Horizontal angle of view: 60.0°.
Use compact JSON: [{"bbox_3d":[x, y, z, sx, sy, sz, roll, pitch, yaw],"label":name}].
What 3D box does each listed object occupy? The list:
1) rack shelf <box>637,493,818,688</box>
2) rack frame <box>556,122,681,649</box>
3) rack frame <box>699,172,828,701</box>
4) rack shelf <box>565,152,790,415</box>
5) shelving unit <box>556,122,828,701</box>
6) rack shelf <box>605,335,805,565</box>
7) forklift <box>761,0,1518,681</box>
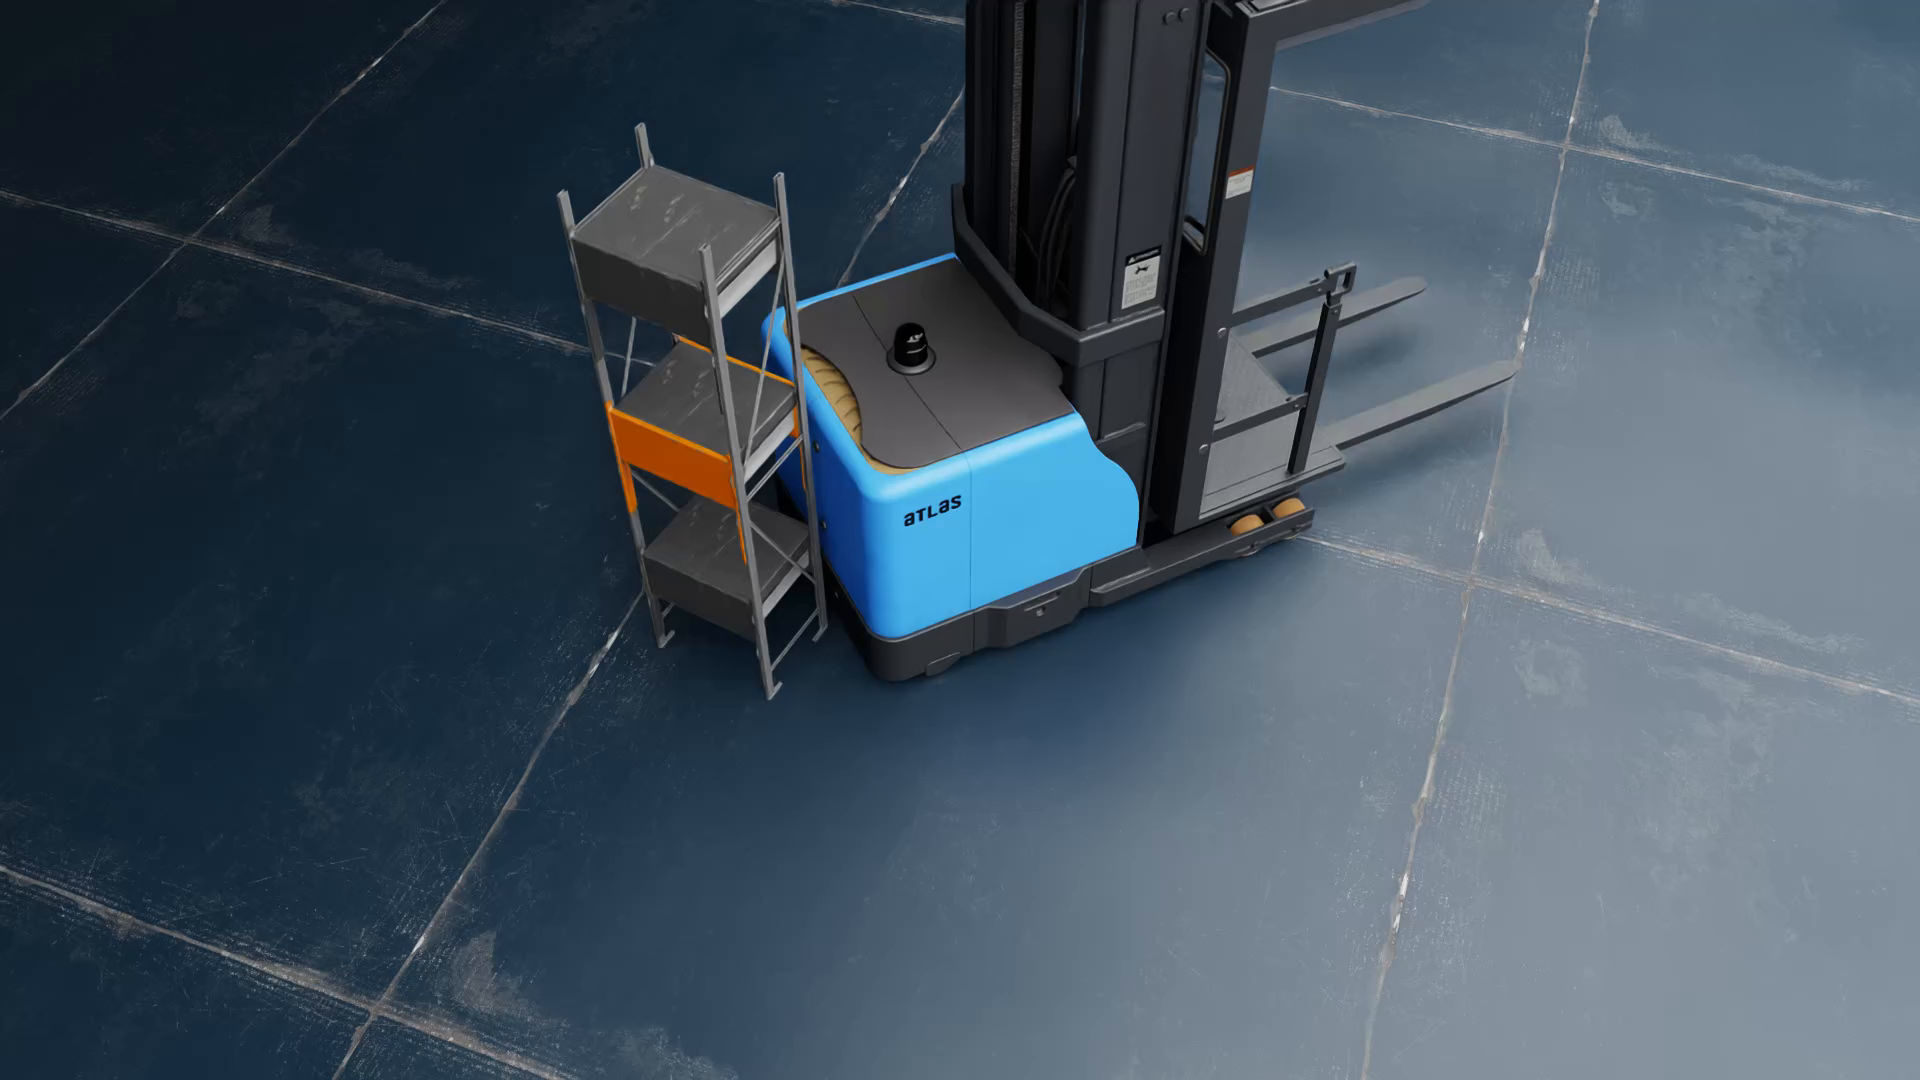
[{"bbox_3d":[-0.819,0.147,6.044,0.480,0.518,0.431,23,53,19],"label":"rack shelf"},{"bbox_3d":[-1.032,-0.410,5.583,0.015,2.100,0.400,23,53,19],"label":"rack frame"},{"bbox_3d":[-0.607,-0.230,5.426,0.015,2.100,0.400,23,53,19],"label":"rack frame"},{"bbox_3d":[-0.819,-0.769,4.986,0.480,0.518,0.431,23,53,19],"label":"rack shelf"},{"bbox_3d":[-0.819,-0.320,5.504,0.503,2.100,0.431,23,53,19],"label":"shelving unit"},{"bbox_3d":[-0.819,-0.311,5.515,0.480,0.518,0.431,23,53,19],"label":"rack shelf"},{"bbox_3d":[0.830,-1.236,5.748,3.031,2.935,1.130,-21,52,-17],"label":"forklift"}]
